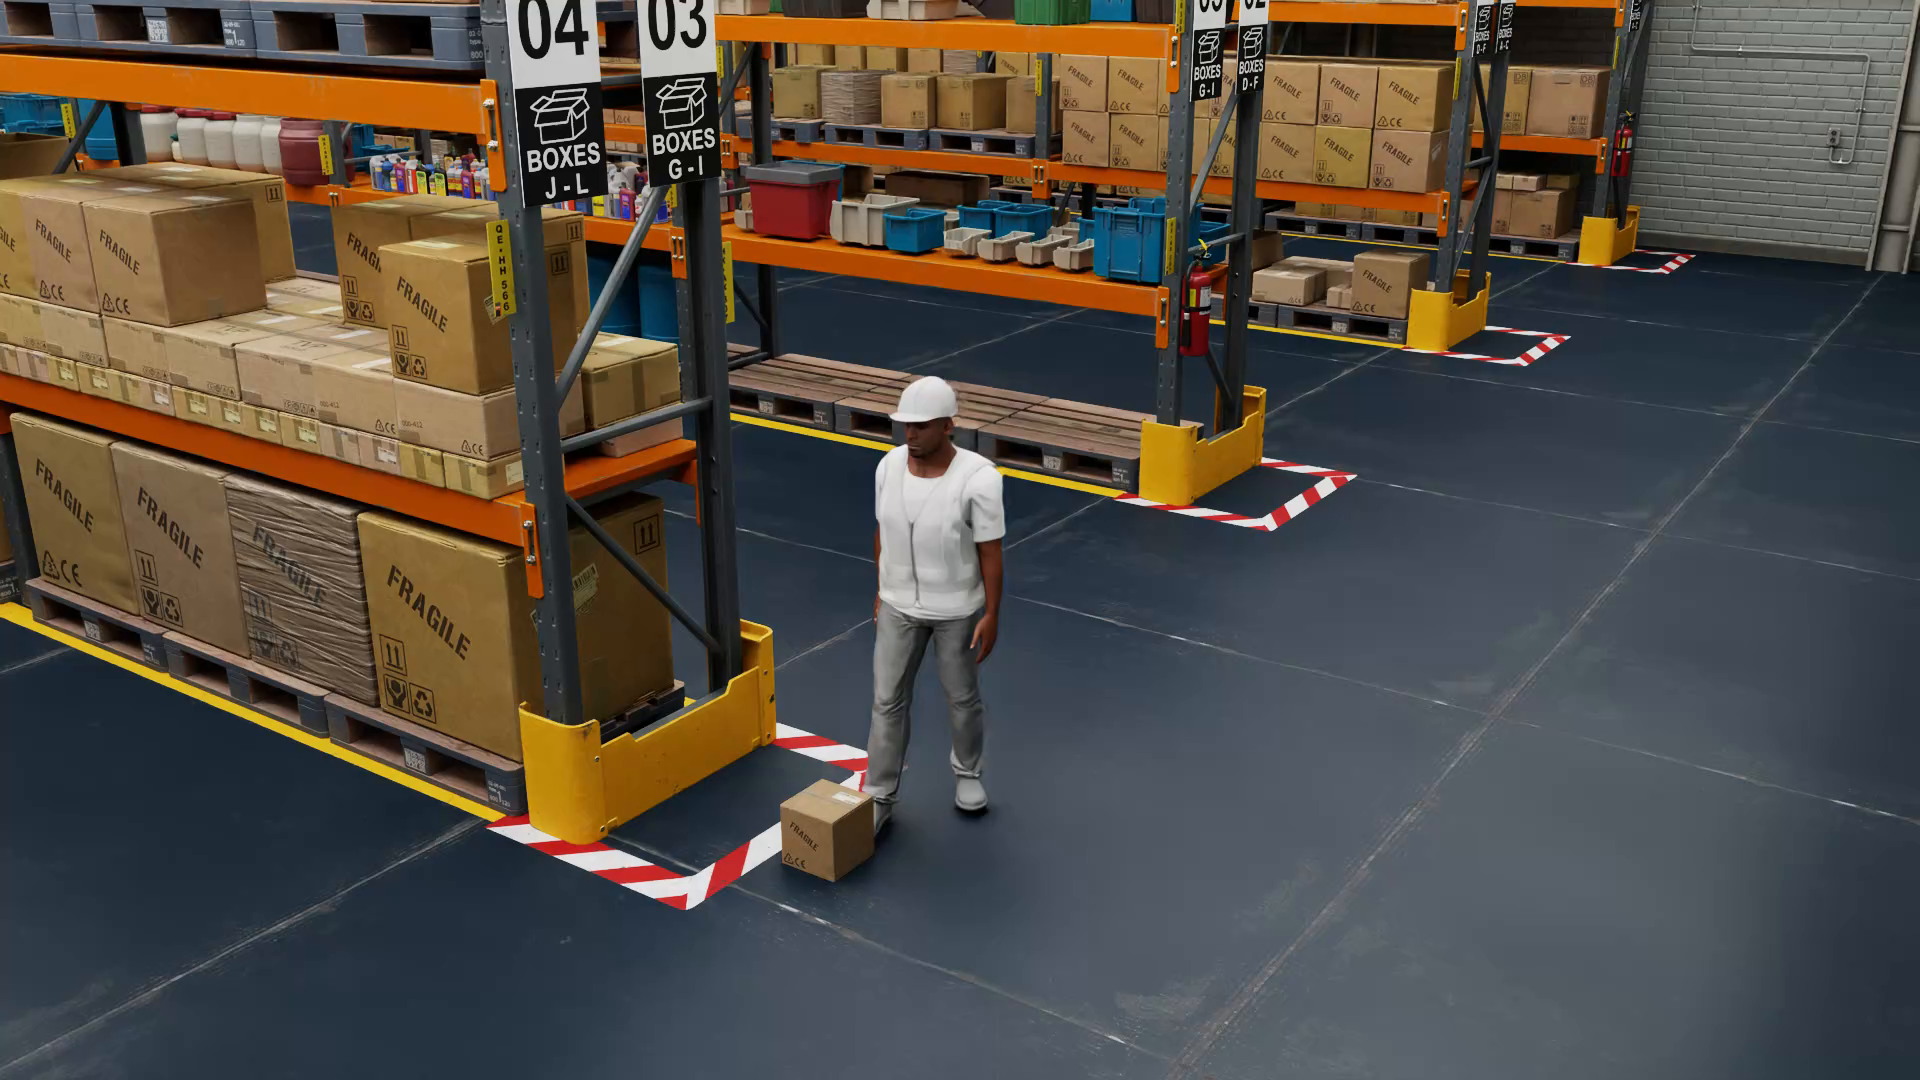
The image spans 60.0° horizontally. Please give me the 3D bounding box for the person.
[{"bbox_3d":[-0.126,0.264,6.285,0.565,1.760,0.676,8,21,20],"label":"person"}]
